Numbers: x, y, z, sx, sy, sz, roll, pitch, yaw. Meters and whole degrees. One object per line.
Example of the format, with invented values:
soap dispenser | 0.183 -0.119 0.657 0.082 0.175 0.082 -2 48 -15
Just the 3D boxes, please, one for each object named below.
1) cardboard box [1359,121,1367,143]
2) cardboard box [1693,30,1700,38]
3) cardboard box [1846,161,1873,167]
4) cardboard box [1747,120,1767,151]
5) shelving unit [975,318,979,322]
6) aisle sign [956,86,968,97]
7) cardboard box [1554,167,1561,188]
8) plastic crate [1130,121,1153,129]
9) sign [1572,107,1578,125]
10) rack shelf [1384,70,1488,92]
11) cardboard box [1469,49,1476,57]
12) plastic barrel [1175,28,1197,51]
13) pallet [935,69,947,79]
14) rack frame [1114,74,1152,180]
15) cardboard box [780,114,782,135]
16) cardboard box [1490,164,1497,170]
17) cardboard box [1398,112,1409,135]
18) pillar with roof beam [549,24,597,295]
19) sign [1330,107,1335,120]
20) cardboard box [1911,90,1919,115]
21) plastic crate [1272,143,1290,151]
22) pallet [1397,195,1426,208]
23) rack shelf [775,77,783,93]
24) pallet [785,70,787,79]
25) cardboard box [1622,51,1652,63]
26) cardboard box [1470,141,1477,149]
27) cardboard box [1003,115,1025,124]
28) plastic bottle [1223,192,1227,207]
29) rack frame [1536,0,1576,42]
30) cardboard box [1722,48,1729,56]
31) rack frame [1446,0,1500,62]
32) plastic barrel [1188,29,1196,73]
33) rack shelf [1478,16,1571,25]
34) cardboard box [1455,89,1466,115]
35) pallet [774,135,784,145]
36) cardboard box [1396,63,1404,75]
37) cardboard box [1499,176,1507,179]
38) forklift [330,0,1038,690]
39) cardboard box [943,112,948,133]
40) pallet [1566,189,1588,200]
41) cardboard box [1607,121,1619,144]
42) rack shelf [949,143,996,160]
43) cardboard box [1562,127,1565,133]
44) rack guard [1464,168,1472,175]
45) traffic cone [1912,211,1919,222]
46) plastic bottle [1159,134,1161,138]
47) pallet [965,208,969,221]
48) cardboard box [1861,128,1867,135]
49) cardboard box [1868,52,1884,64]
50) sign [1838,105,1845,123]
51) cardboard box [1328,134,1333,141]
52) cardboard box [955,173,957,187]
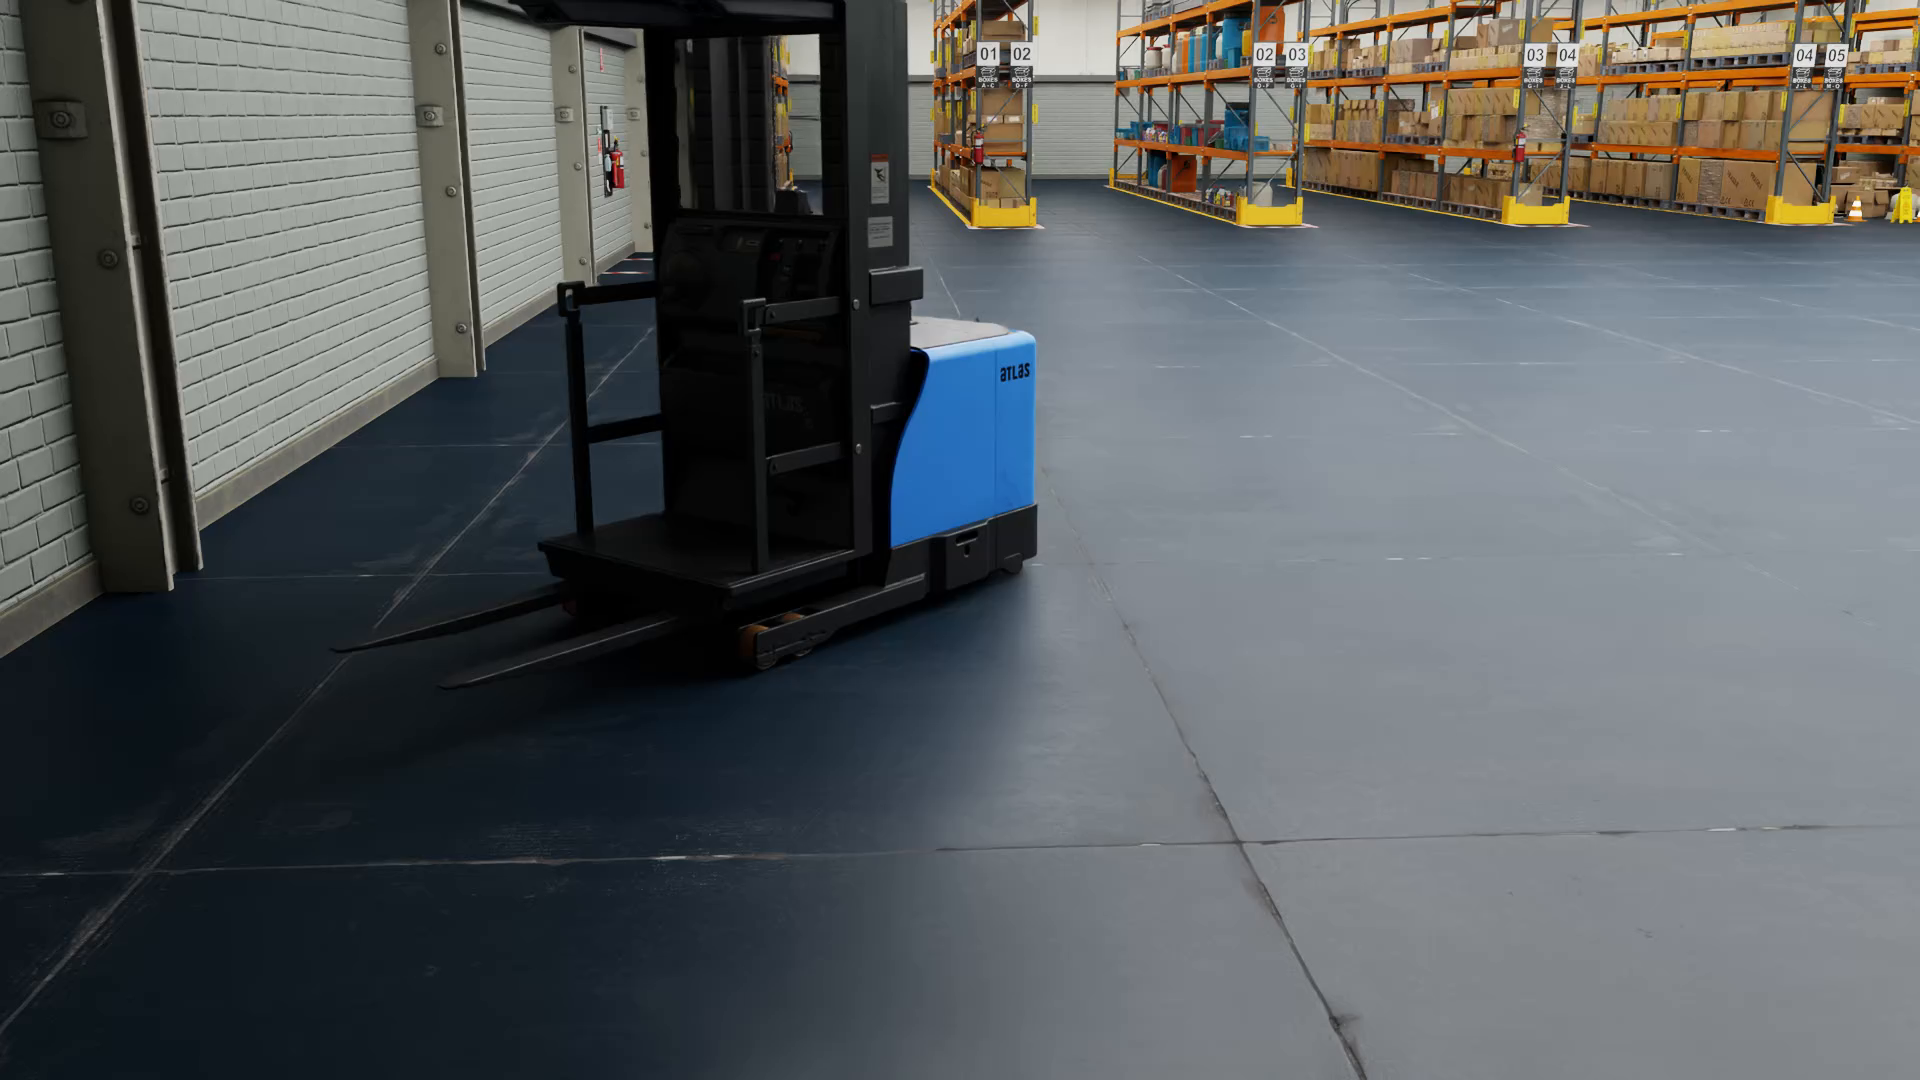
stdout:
cardboard box | 9.841 -9.727 39.610 0.500 0.500 0.500 -1 14 -5
cardboard box | 15.067 -10.236 33.631 0.380 0.149 0.250 -1 14 -3
cardboard box | 24.419 -10.019 45.122 0.500 0.500 0.500 -1 14 -2
cardboard box | 15.508 -7.669 31.511 0.875 0.550 0.550 -1 14 -3
shelving unit | -0.003 -0.522 7.947 0.215 1.050 0.252 -1 14 -3
aisle sign | 0.098 -12.425 45.079 0.394 0.787 0.004 -1 14 -3
cardboard box | 14.757 -8.771 40.268 0.500 0.500 0.500 -2 15 -6
plastic crate | 4.948 -11.185 45.288 0.616 0.435 0.499 -1 14 -3
sign | 11.217 -7.744 30.369 0.100 0.325 0.005 -1 14 -3
rack shelf | 10.304 -9.913 35.959 1.077 0.370 4.000 -1 14 -3
cardboard box | 10.208 -9.538 32.559 0.380 0.149 0.250 -1 14 -4
plastic barrel | 5.204 -11.235 37.949 0.600 0.830 0.708 -1 14 -3
pallet | 0.015 -11.347 40.467 1.213 0.211 1.003 -1 14 -3
rack frame | 4.741 -11.219 45.612 1.000 3.000 0.127 -1 14 -3
cardboard box | -4.578 -10.036 40.176 0.500 0.500 0.500 -1 14 -3
cardboard box | 14.435 -9.996 44.540 0.380 0.149 0.250 -1 14 -3
cardboard box | 10.253 -9.424 37.592 0.500 0.500 0.500 -3 15 -10
pillar with roof beam | -0.023 -7.235 18.088 9.100 9.000 0.400 -1 14 -3
sign | 9.378 -10.750 41.890 0.100 0.325 0.005 -1 14 -3
cardboard box | 20.129 -9.028 34.292 0.700 0.500 0.500 -1 14 -4
plastic crate | 5.998 -7.340 31.064 0.298 0.136 0.250 -1 14 -3
pallet | 10.299 -7.459 36.592 1.003 0.211 1.213 -1 14 -3
rack shelf | -4.776 -10.679 38.934 1.077 0.370 4.000 -1 14 -3
pallet | -5.091 -12.292 43.938 1.003 0.211 1.213 -1 14 -3
cardboard box | 14.993 -10.682 36.759 0.500 0.250 0.500 0 14 -2
cardboard box | 10.247 -7.759 32.666 0.380 0.149 0.250 -1 14 -3
cardboard box | 0.978 -7.628 30.152 0.380 0.149 0.250 -1 14 -4
plastic bottle | 5.155 -6.617 32.291 0.061 0.283 0.133 -1 14 -2
rack frame | 14.889 -13.258 41.495 1.000 3.000 0.127 -1 14 -3
cardboard box | 15.148 -9.533 32.500 0.380 0.149 0.250 -1 14 -3
rack frame | 10.427 -11.217 33.563 1.000 3.000 0.127 -1 14 -3
plastic barrel | 5.155 -10.379 35.320 0.600 0.901 0.708 -1 14 -3
rack shelf | 14.765 -13.405 43.518 1.077 0.370 4.000 -1 14 -3
cardboard box | 10.234 -8.748 33.203 0.500 0.500 0.500 -1 14 -3
pallet | -4.501 -8.808 36.626 1.213 0.211 1.003 -1 14 -3
cardboard box | 9.986 -10.438 36.856 0.500 0.250 0.500 -1 14 -2
cardboard box | 14.460 -9.525 43.905 0.380 0.149 0.250 -1 14 -4
forklift | -0.959 -1.078 6.333 1.130 2.935 3.031 11 18 37
cardboard box | -0.044 -10.110 40.255 0.700 0.500 0.500 1 14 5
pallet | 15.089 -8.202 39.479 1.003 0.211 1.213 -1 14 -3
cardboard box | 14.929 -9.164 37.422 0.500 0.500 0.500 -1 14 -4
rack shelf | 0.416 -8.309 35.742 1.077 0.370 4.000 -1 14 -3
cardboard box | 14.587 -9.810 39.794 0.380 0.149 0.250 -2 15 -6
rack guard | 14.645 -10.118 46.347 1.175 0.500 0.348 -1 14 -3
traffic cone | 18.165 -6.226 31.297 0.336 0.463 0.334 -1 14 -3
plastic bottle | 4.740 -9.483 39.264 0.097 0.201 0.097 0 14 0
pallet | 0.626 -6.307 32.113 1.003 0.211 1.213 -1 14 -3
cardboard box | 19.962 -8.924 36.351 0.380 0.149 0.250 -1 14 -3
cardboard box | 20.081 -10.444 36.036 0.500 0.250 0.500 -1 14 -3
sign | 16.186 -7.833 30.553 0.100 0.325 0.005 -1 14 -3
cardboard box | 9.586 -10.250 42.349 0.380 0.149 0.250 -1 14 -3
cardboard box | 0.162 -7.653 35.299 0.500 0.311 0.500 -1 14 -4
